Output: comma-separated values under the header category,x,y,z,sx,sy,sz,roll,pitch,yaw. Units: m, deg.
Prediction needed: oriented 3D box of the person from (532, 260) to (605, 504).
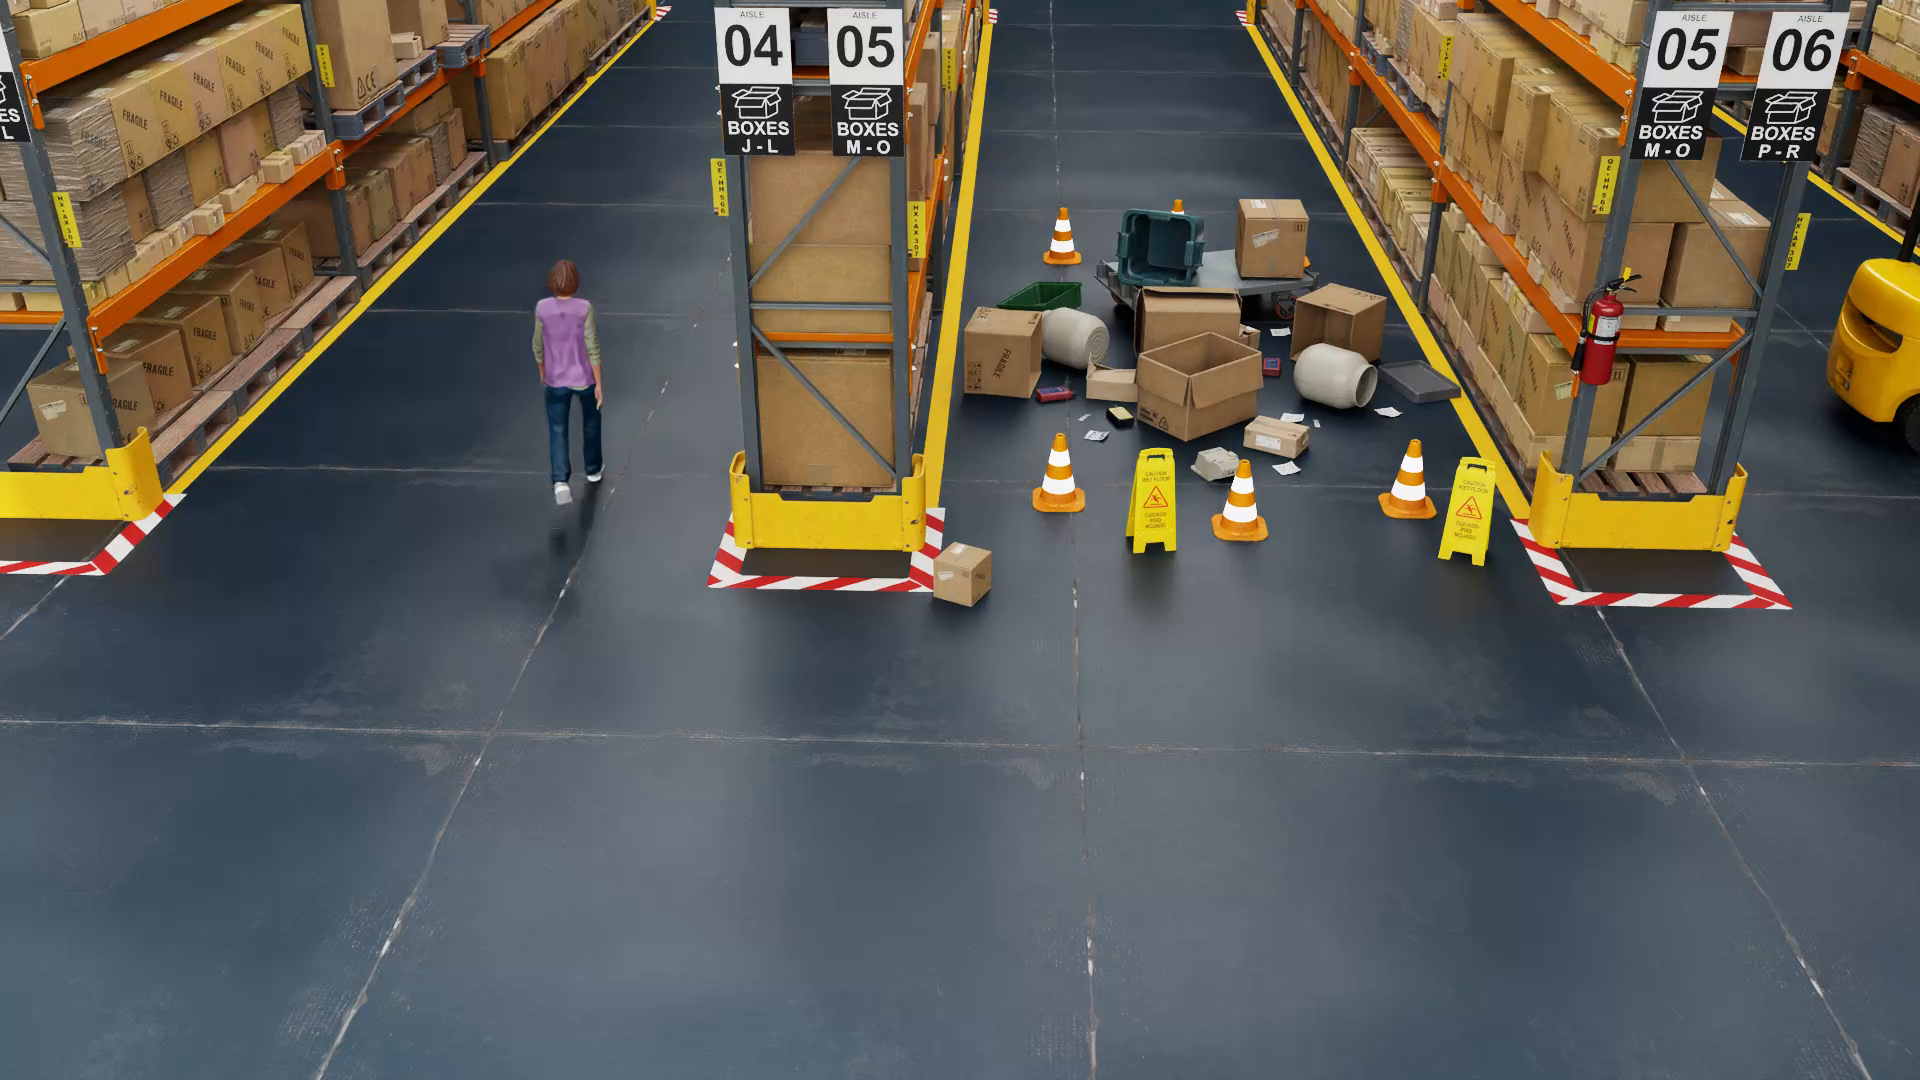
category,x,y,z,sx,sy,sz,roll,pitch,yaw
person,-2.455,-0.990,10.452,0.437,1.555,0.861,-3,28,-5
